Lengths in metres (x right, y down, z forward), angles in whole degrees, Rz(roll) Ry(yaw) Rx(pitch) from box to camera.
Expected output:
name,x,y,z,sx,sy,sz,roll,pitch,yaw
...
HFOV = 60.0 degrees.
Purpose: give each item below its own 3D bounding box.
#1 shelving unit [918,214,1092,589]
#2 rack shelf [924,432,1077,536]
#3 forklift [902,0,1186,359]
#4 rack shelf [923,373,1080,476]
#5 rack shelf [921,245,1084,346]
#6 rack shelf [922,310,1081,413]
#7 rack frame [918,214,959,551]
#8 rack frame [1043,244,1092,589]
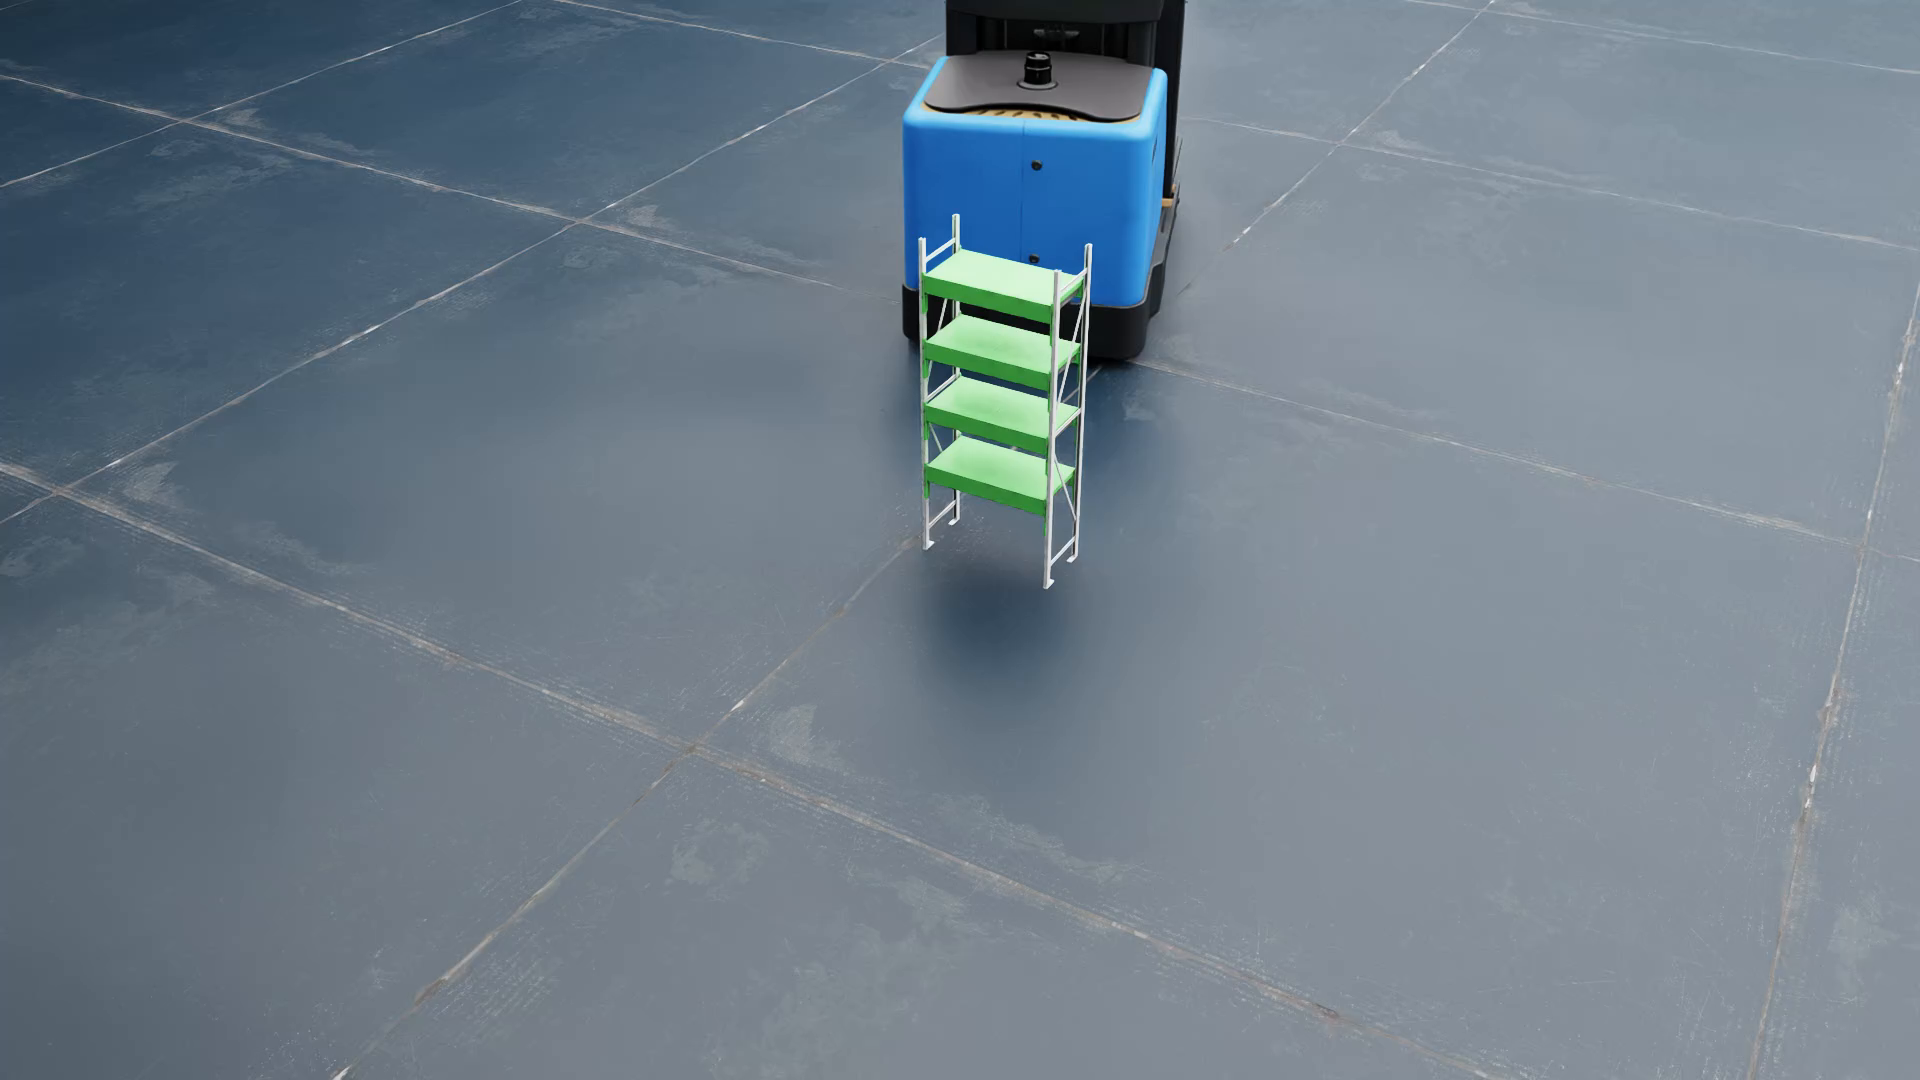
name,x,y,z,sx,sy,sz,roll,pitch,yaw
shelving unit,0.144,-0.454,5.650,0.503,1.200,0.258,18,37,24
rack shelf,0.144,-0.201,5.818,0.480,0.148,0.258,18,37,24
forklift,0.522,-2.799,7.610,1.130,2.935,3.031,6,34,9
rack shelf,0.144,-0.401,5.685,0.480,0.148,0.258,18,37,24
rack shelf,0.144,-0.800,5.419,0.480,0.148,0.258,18,37,24
rack shelf,0.144,-0.600,5.552,0.480,0.148,0.258,18,37,24
rack frame,-0.068,-0.521,5.751,0.015,1.200,0.240,18,37,24
rack frame,0.356,-0.387,5.549,0.015,1.200,0.240,18,37,24
